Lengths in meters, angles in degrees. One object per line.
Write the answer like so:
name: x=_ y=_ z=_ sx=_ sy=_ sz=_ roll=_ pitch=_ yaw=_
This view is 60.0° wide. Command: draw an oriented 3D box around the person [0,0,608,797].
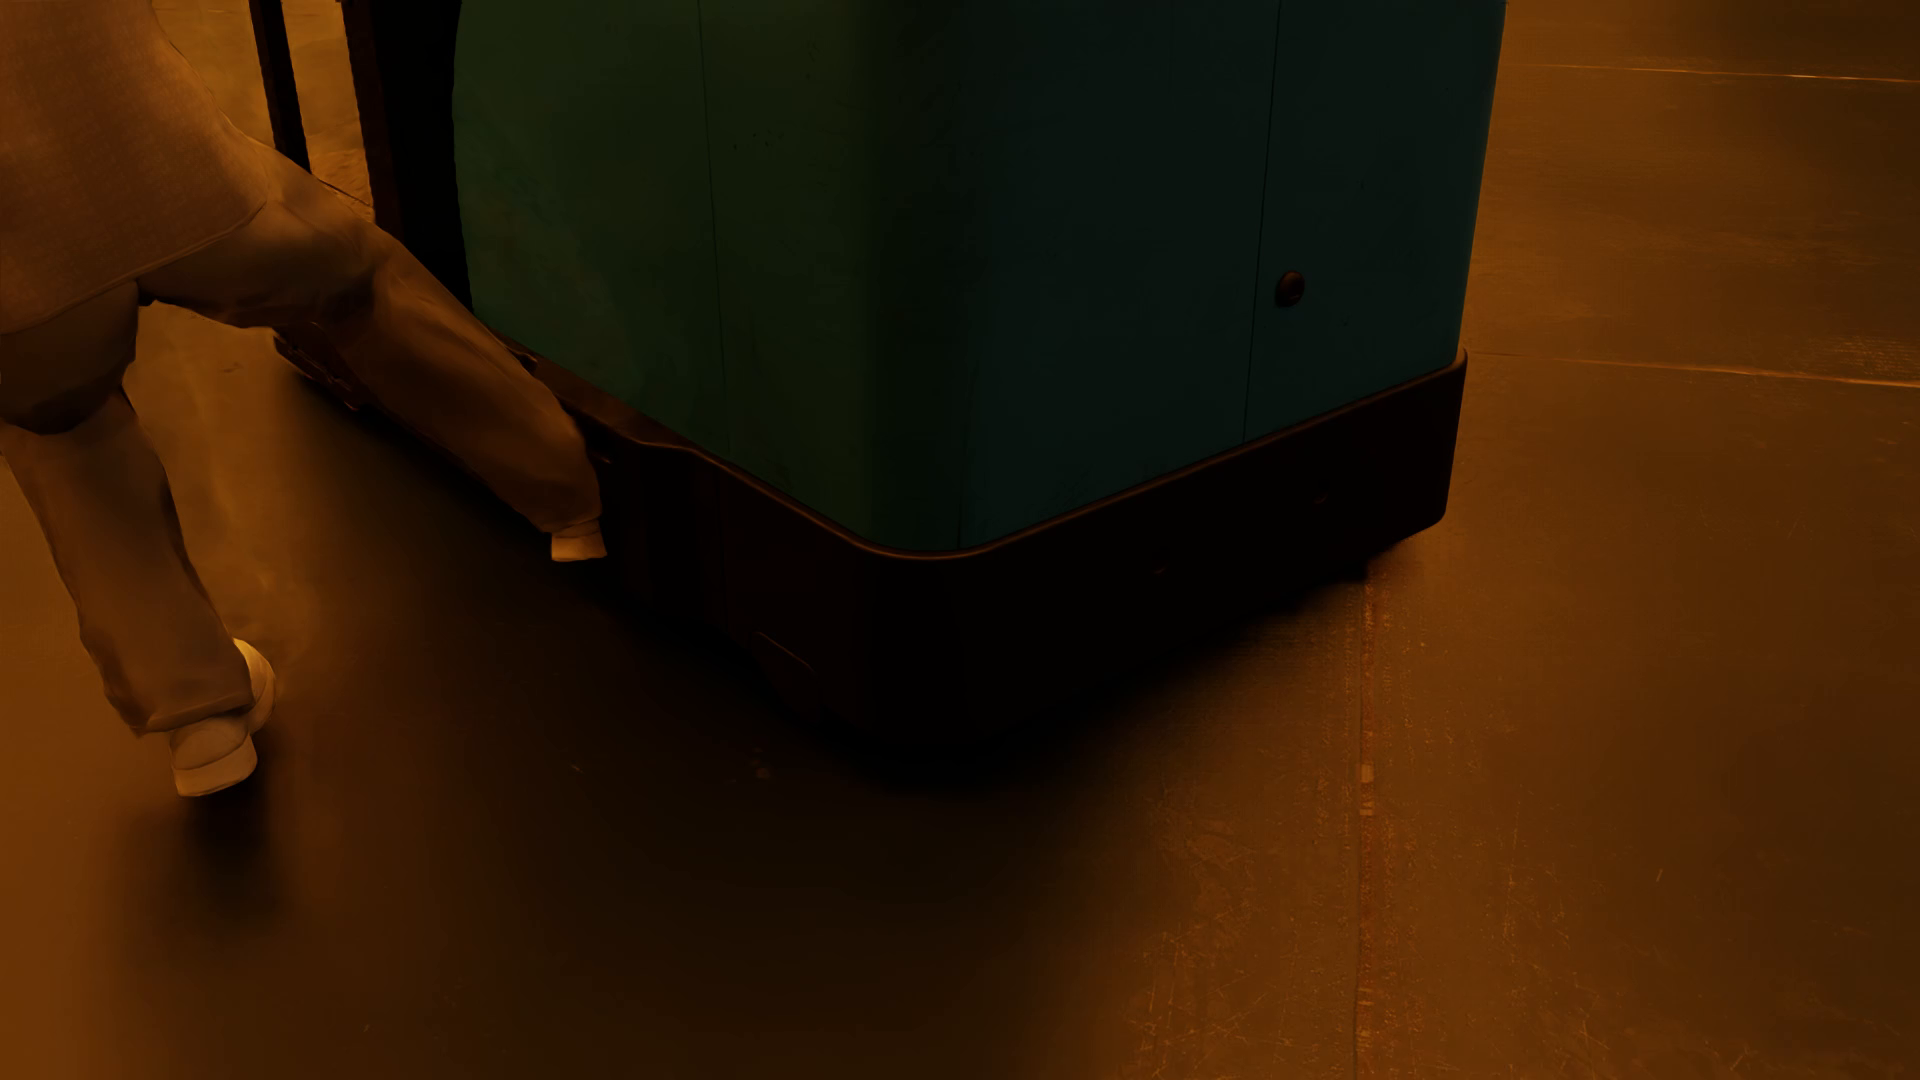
person: x=-0.951 y=-0.414 z=1.734 sx=1.450 sy=1.389 sz=0.719 roll=-22 pitch=34 yaw=-37

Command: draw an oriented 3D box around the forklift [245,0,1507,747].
forklift: x=-0.621 y=-1.664 z=2.545 sx=1.130 sy=2.935 sz=3.031 roll=-21 pitch=33 yaw=-35
